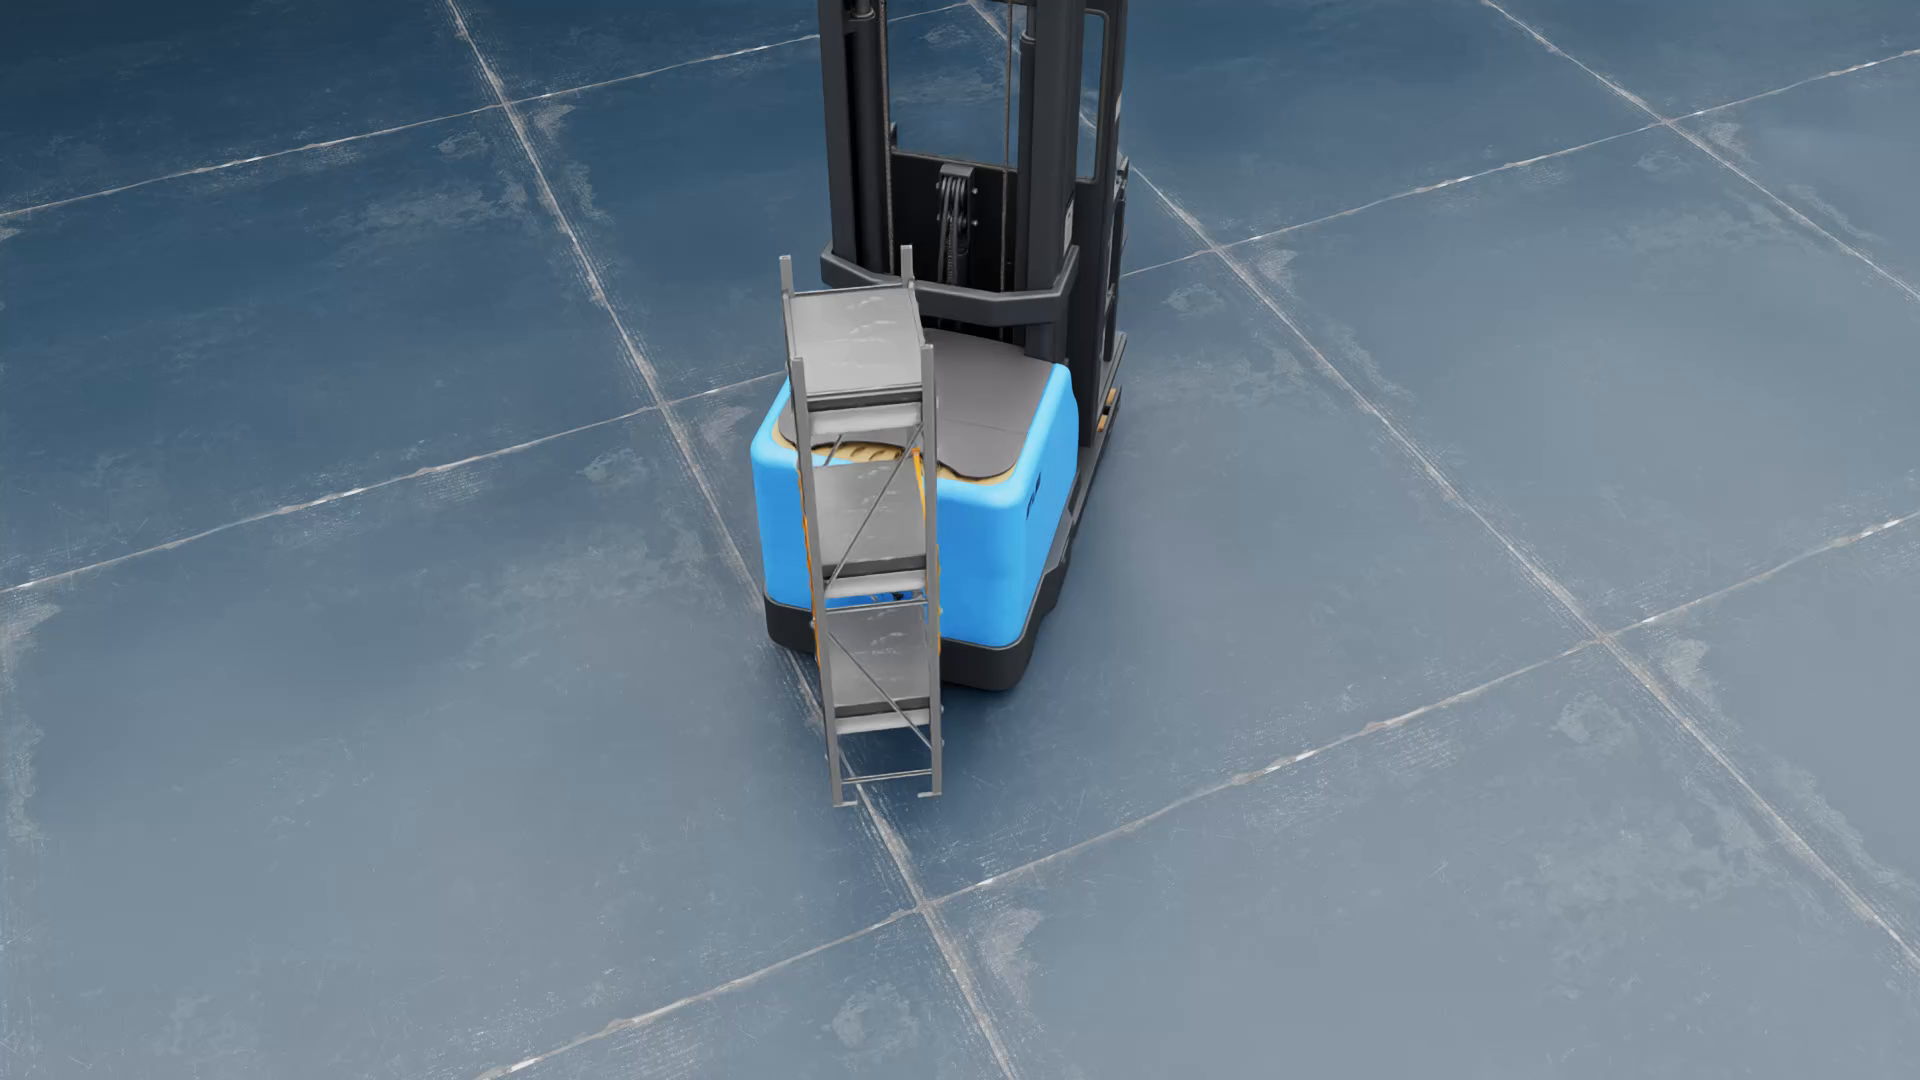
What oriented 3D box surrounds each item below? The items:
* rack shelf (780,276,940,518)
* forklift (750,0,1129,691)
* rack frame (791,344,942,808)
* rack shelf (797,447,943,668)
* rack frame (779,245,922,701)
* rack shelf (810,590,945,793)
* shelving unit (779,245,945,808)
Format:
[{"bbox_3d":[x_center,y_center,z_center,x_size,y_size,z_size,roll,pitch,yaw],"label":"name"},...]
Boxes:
[{"bbox_3d":[-0.307,-0.439,5.088,0.431,0.518,0.480,-6,45,-6],"label":"rack shelf"},{"bbox_3d":[0.116,-1.515,6.567,1.130,2.935,3.031,11,46,11],"label":"forklift"},{"bbox_3d":[-0.270,0.218,5.401,0.400,2.100,0.015,-6,45,-6],"label":"rack frame"},{"bbox_3d":[-0.305,0.057,5.582,0.431,0.518,0.480,-6,45,-6],"label":"rack shelf"},{"bbox_3d":[-0.339,-0.123,5.744,0.400,2.100,0.015,-6,45,-6],"label":"rack frame"},{"bbox_3d":[-0.302,0.553,6.076,0.431,0.518,0.480,-6,45,-6],"label":"rack shelf"},{"bbox_3d":[-0.305,0.048,5.572,0.431,2.100,0.503,-6,45,-6],"label":"shelving unit"}]
